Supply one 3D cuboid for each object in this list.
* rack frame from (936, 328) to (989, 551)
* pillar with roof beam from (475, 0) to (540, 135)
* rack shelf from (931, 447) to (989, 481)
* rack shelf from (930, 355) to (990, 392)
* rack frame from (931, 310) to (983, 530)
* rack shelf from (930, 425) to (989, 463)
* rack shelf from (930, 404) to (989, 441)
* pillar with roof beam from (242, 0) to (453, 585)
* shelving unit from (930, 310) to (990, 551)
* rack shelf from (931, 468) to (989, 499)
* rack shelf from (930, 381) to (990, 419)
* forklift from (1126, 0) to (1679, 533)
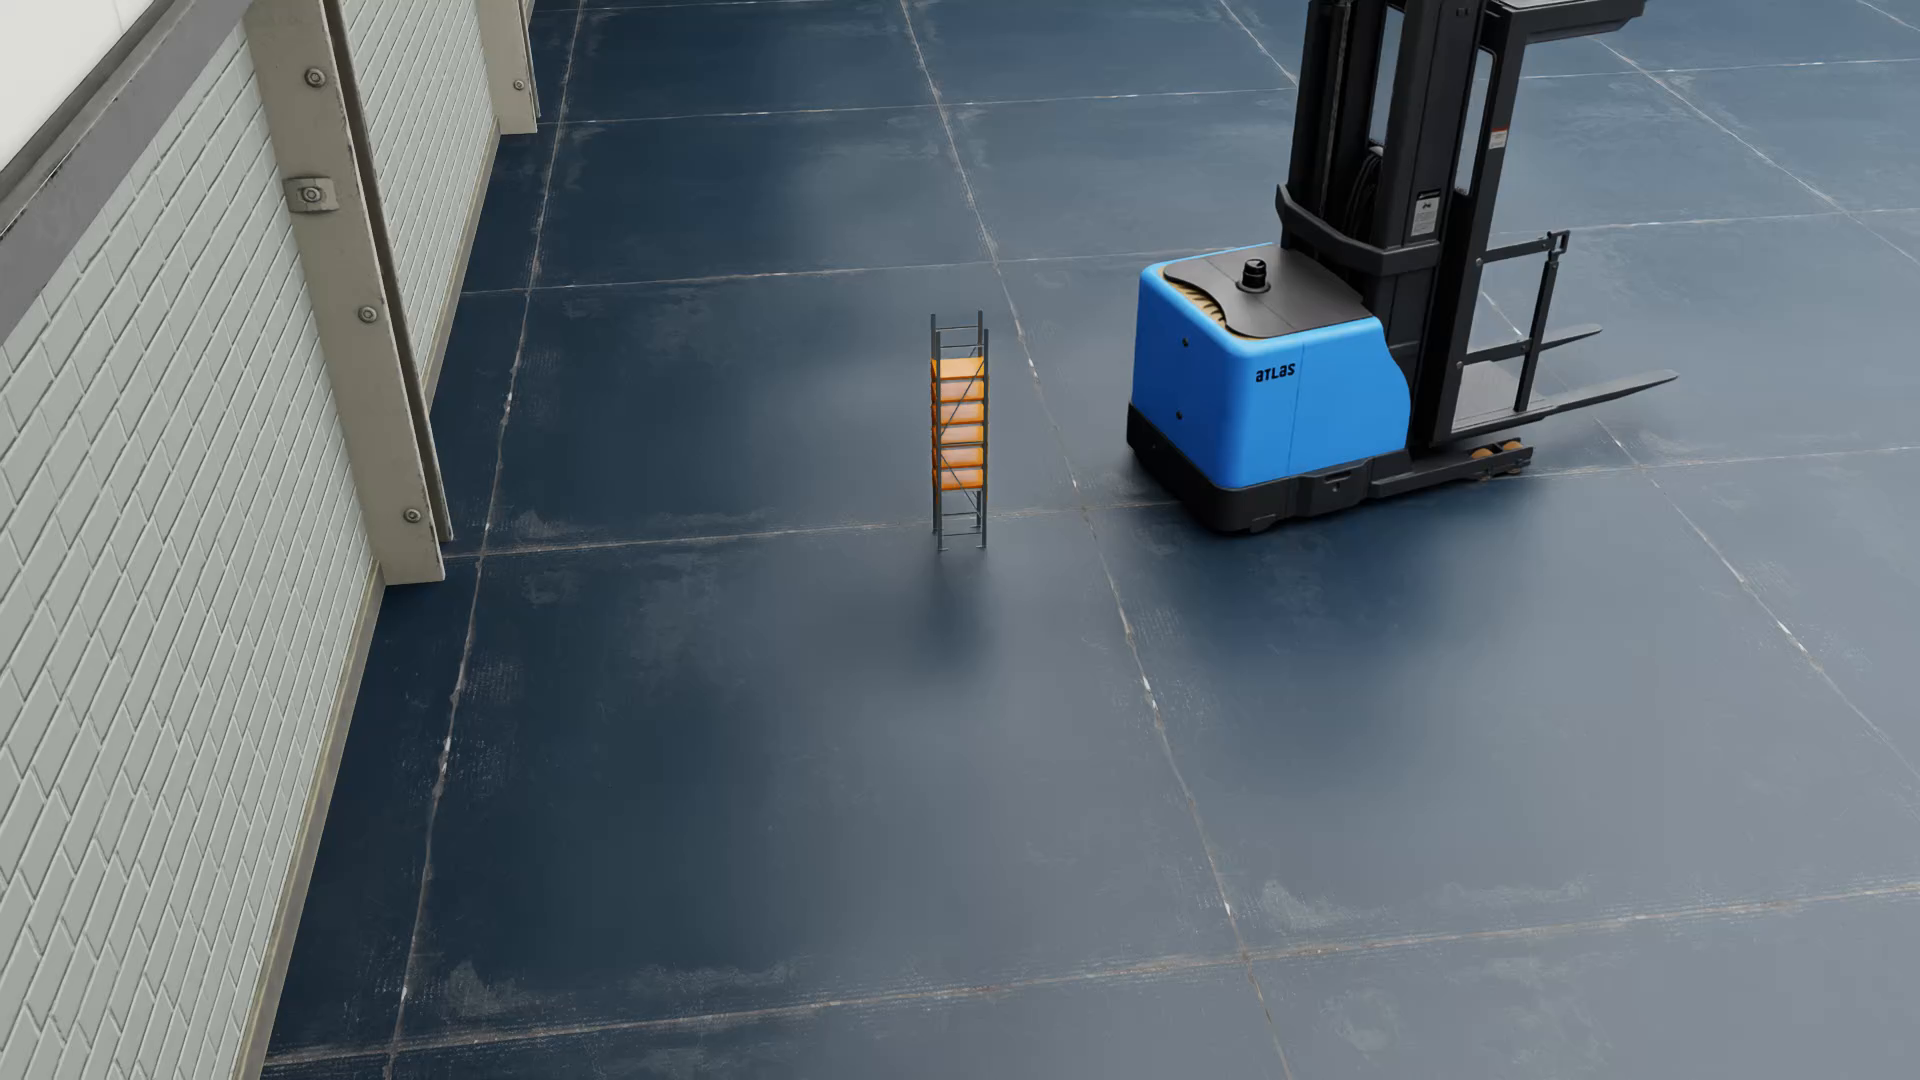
[{"bbox_3d":[0.010,-0.453,7.849,0.240,1.200,0.006,-4,35,-6],"label":"rack frame"},{"bbox_3d":[0.808,-7.297,10.967,9.100,9.000,0.400,-4,35,-6],"label":"pillar with roof beam"},{"bbox_3d":[-0.002,-0.368,8.017,0.258,0.103,0.180,-4,35,-6],"label":"rack shelf"},{"bbox_3d":[-0.002,-0.765,7.746,0.258,0.103,0.180,-4,35,-6],"label":"rack shelf"},{"bbox_3d":[-0.014,-0.555,7.999,0.240,1.200,0.006,-4,35,-6],"label":"rack frame"},{"bbox_3d":[-0.002,-0.467,7.949,0.258,0.103,0.180,-4,35,-6],"label":"rack shelf"},{"bbox_3d":[-0.002,-0.566,7.881,0.258,0.103,0.180,-4,35,-6],"label":"rack shelf"},{"bbox_3d":[1.615,-3.949,6.054,9.100,9.000,0.400,-4,35,-6],"label":"pillar with roof beam"},{"bbox_3d":[-0.002,-0.504,7.924,0.258,1.200,0.189,-4,35,-6],"label":"shelving unit"},{"bbox_3d":[-0.002,-0.269,8.084,0.258,0.103,0.180,-4,35,-6],"label":"rack shelf"},{"bbox_3d":[-0.002,-0.665,7.814,0.258,0.103,0.180,-4,35,-6],"label":"rack shelf"},{"bbox_3d":[2.456,-1.779,8.259,3.031,2.935,1.130,-13,37,-19],"label":"forklift"}]
